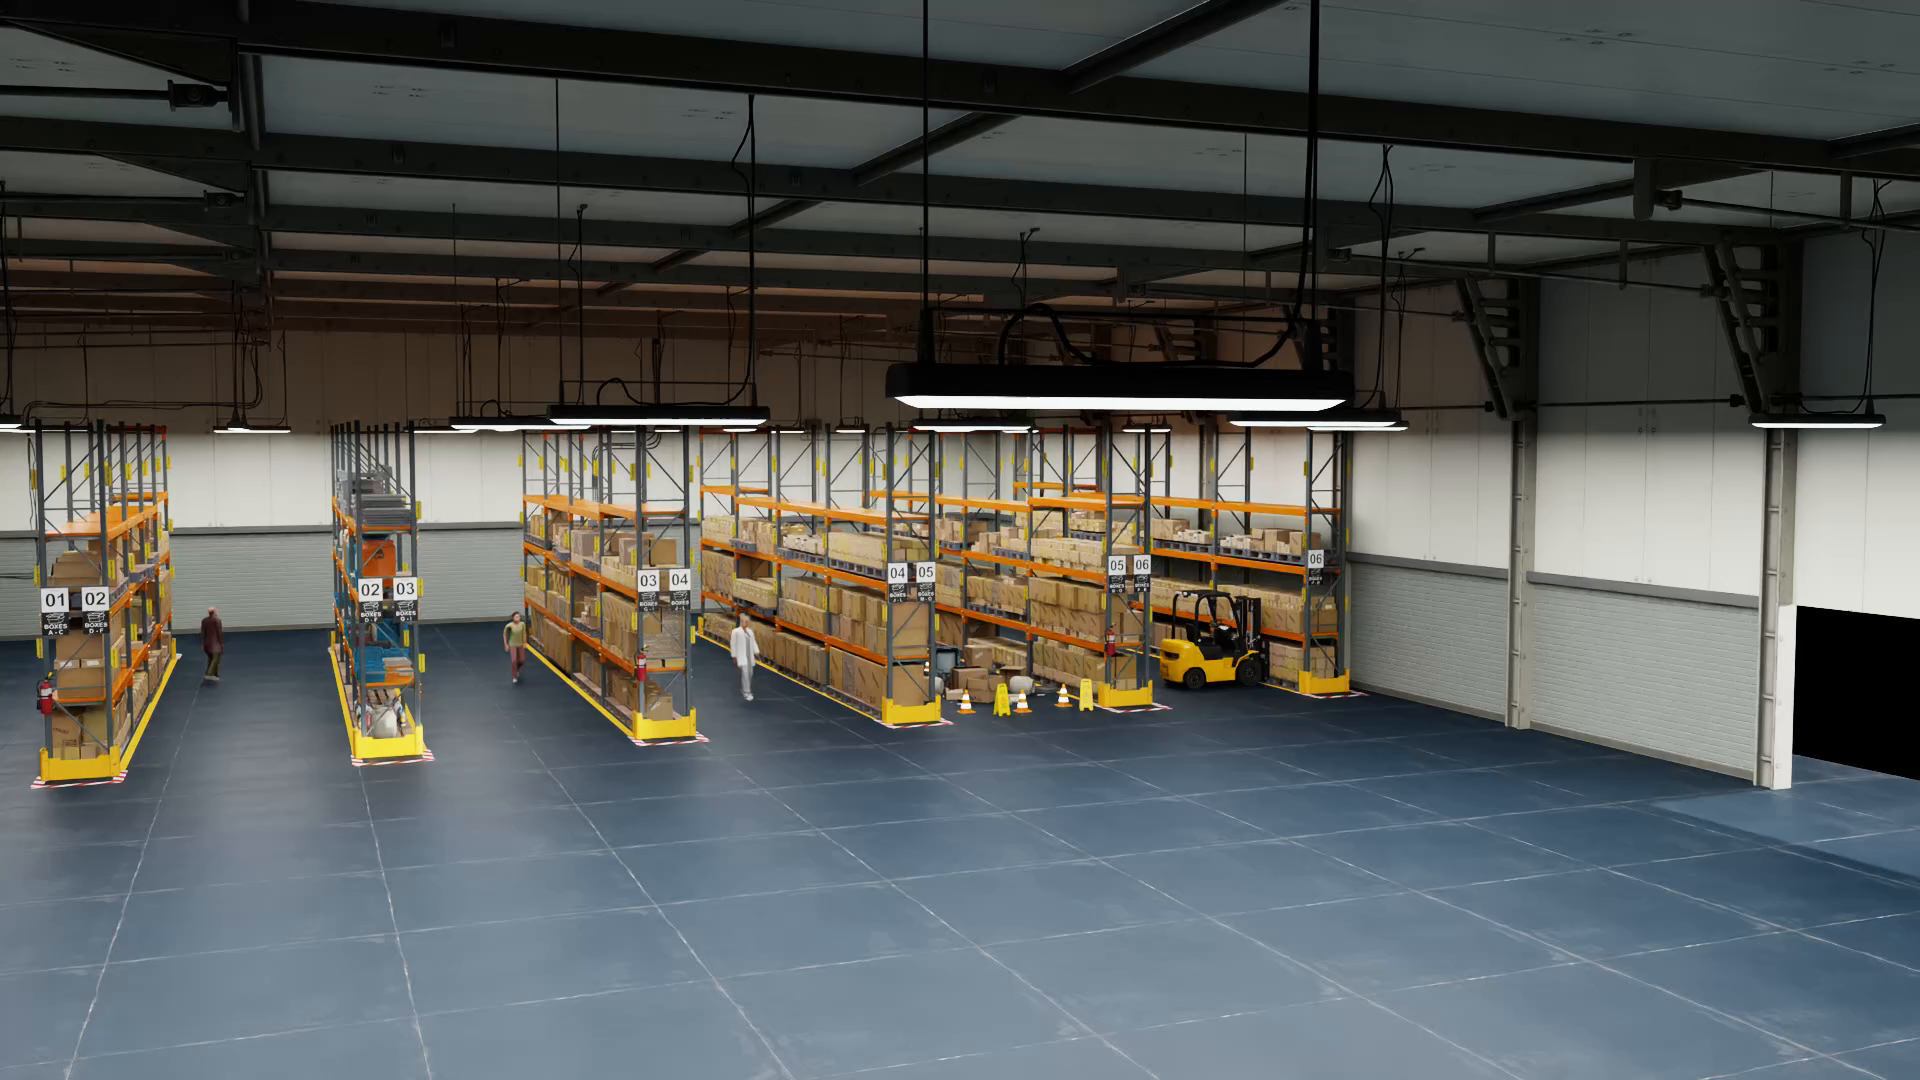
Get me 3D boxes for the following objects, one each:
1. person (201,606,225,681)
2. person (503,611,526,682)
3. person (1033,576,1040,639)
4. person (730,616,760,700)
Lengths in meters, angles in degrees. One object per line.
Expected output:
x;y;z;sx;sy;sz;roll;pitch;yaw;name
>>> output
-17.382;2.425;38.680;0.652;1.754;1.021;1;4;8;person
-10.425;2.477;38.899;0.535;1.653;0.639;-3;4;-35;person
2.204;1.850;44.822;0.552;1.727;0.641;-3;4;-35;person
-4.639;2.582;36.443;0.595;1.794;0.774;-3;5;-44;person
